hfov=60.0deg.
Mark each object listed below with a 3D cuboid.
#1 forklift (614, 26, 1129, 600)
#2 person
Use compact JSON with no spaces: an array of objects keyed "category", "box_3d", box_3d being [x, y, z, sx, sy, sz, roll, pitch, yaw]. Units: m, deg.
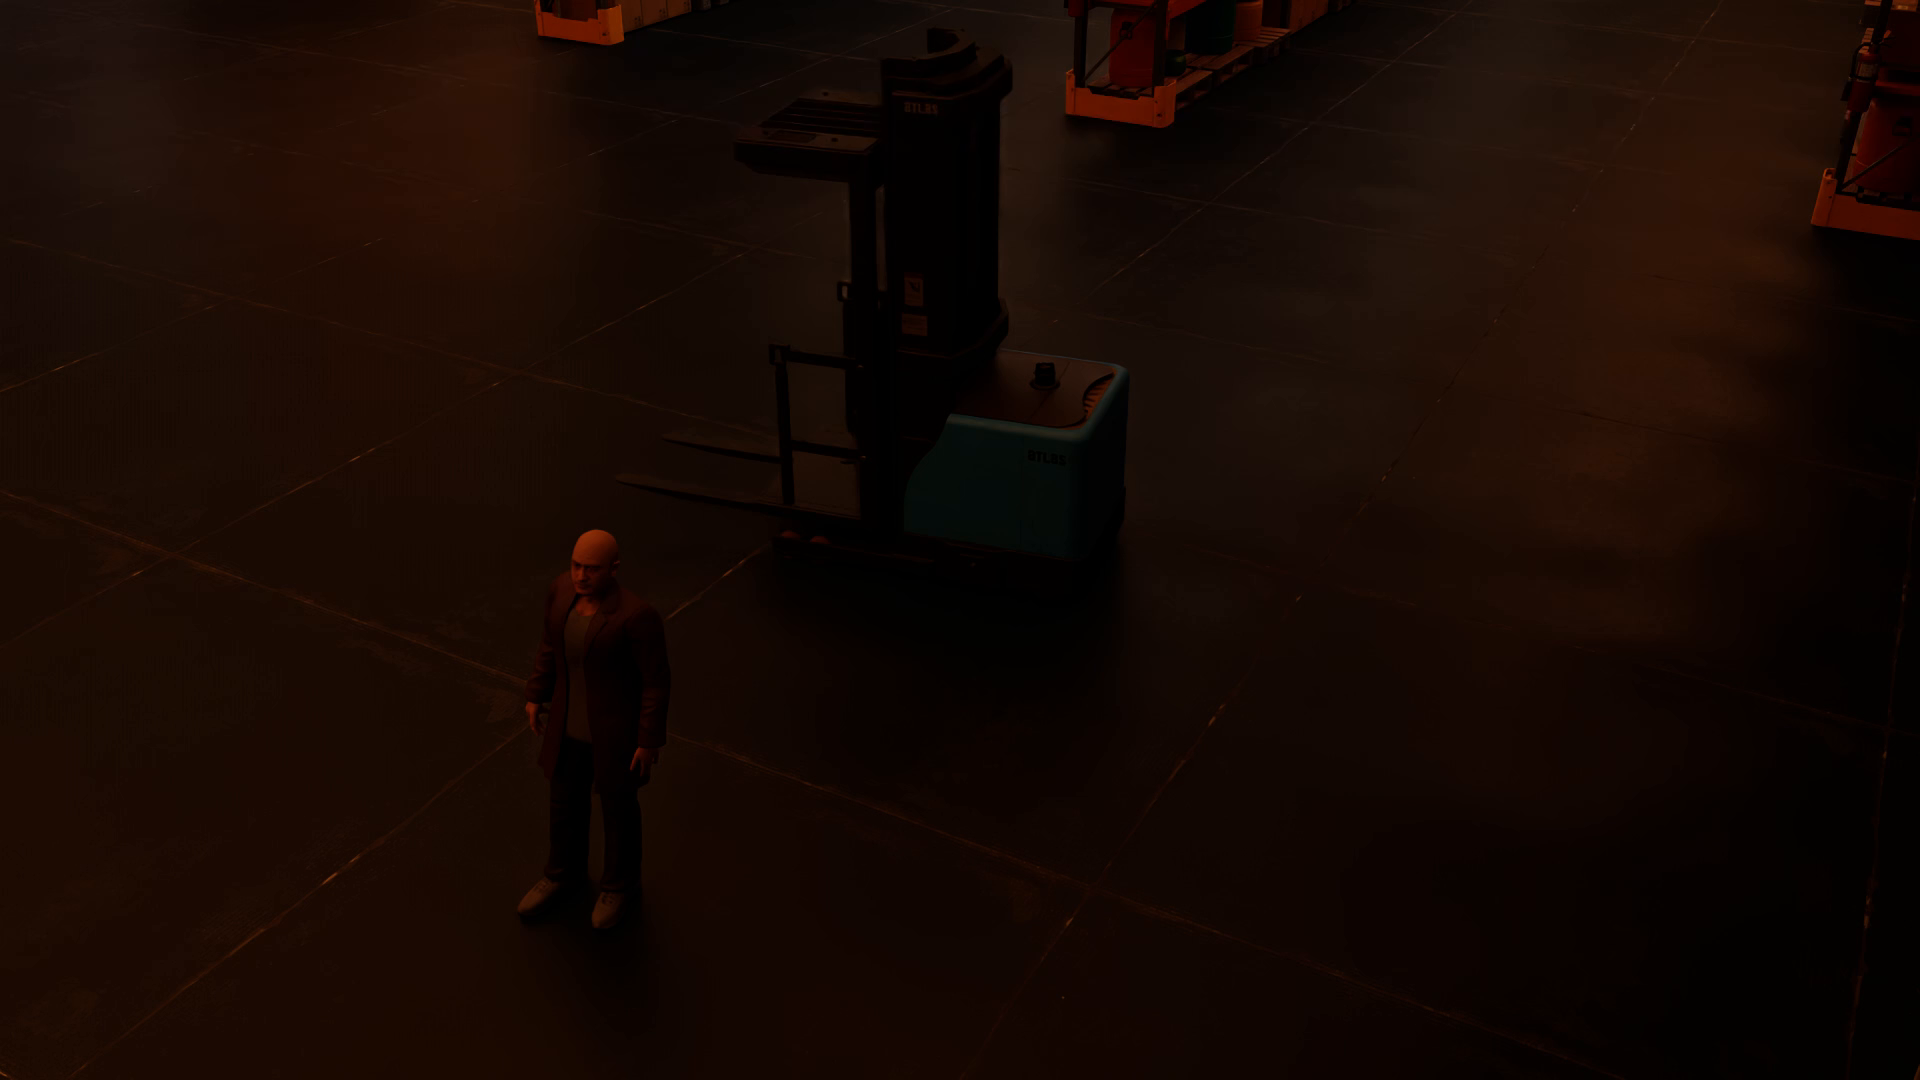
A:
[{"category":"forklift","box_3d":[-0.584,-1.363,9.432,3.031,2.935,1.130,10,31,16]},{"category":"person","box_3d":[-1.538,0.803,6.830,0.690,1.783,0.559,15,33,24]}]
